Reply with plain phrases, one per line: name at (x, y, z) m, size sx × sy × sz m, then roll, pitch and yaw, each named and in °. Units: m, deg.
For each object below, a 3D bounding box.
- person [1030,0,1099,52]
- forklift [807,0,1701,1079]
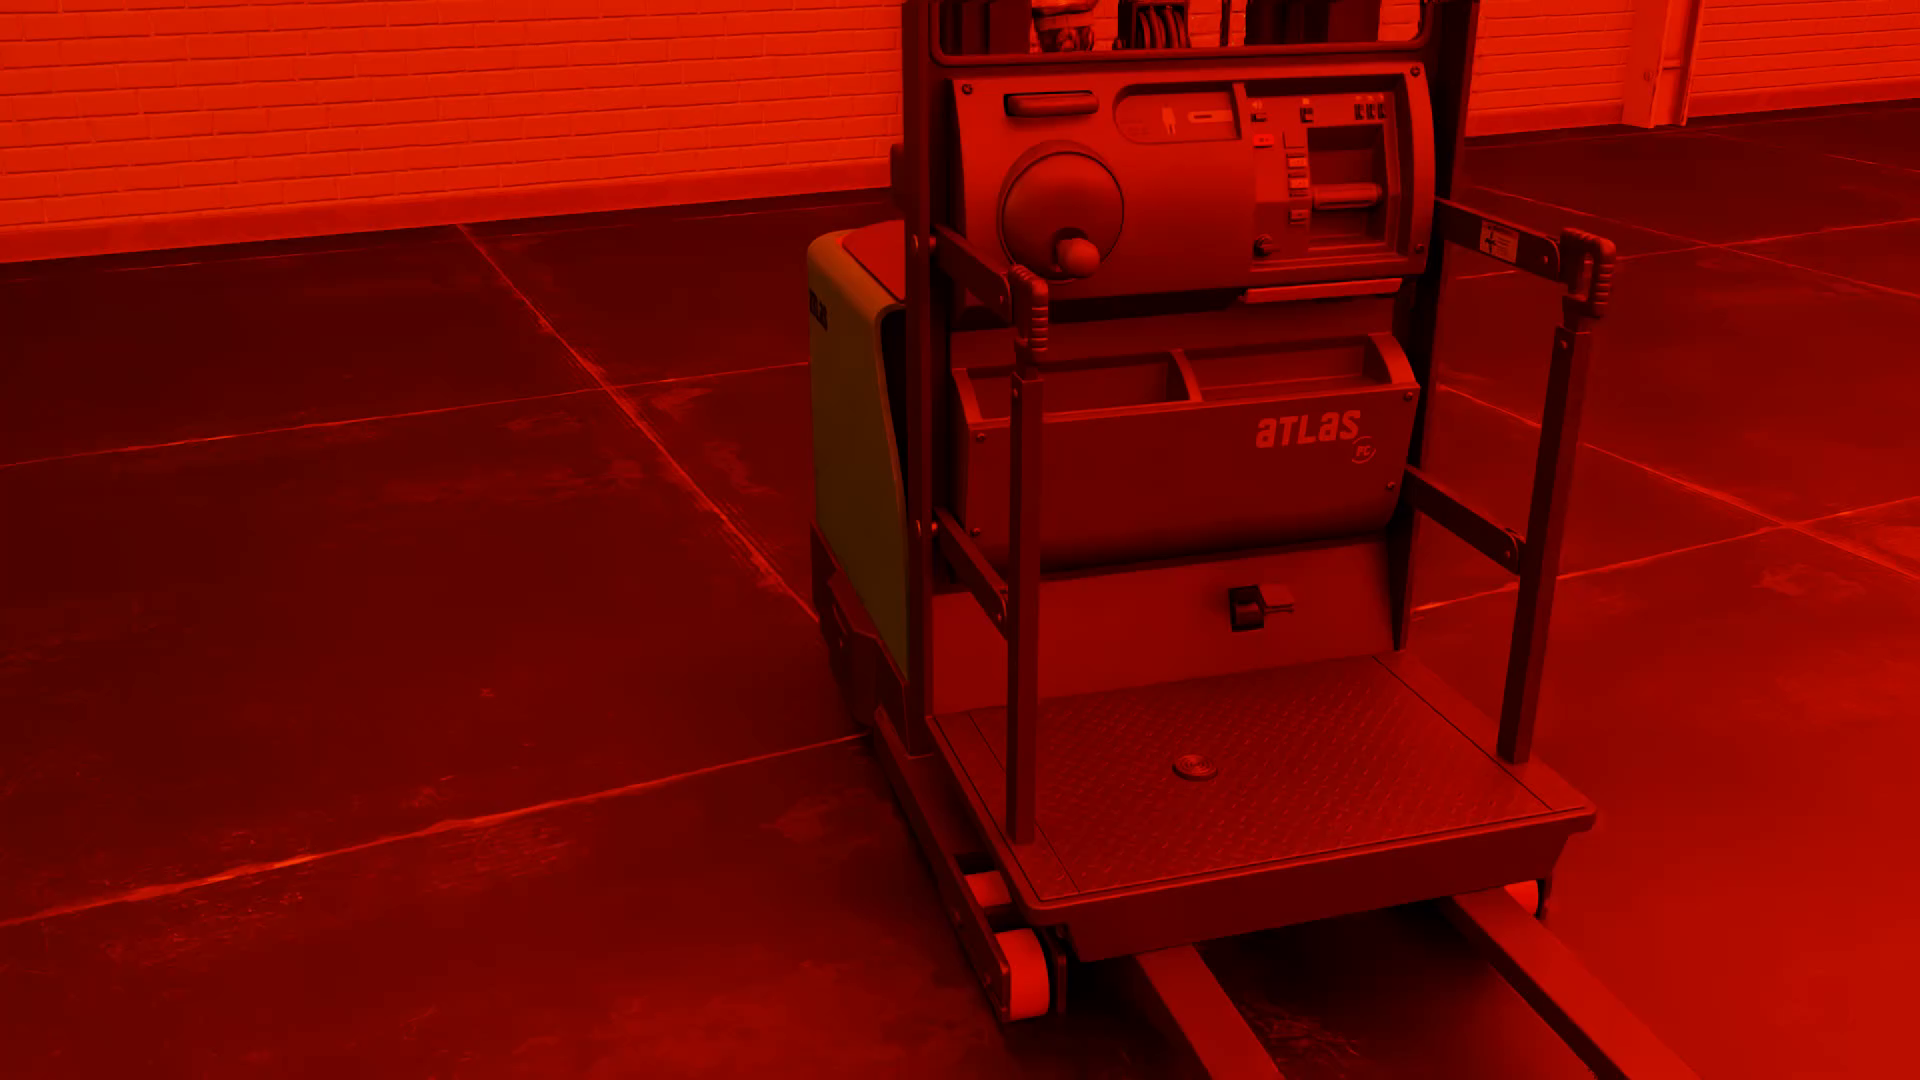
person at (0.398, -0.837, 5.058) m, size 0.832 × 1.605 × 0.608 m, roll -18°, pitch 28°, yaw -36°
forklift at (0.504, -0.651, 2.854) m, size 1.130 × 2.935 × 3.031 m, roll -6°, pitch 23°, yaw -15°
